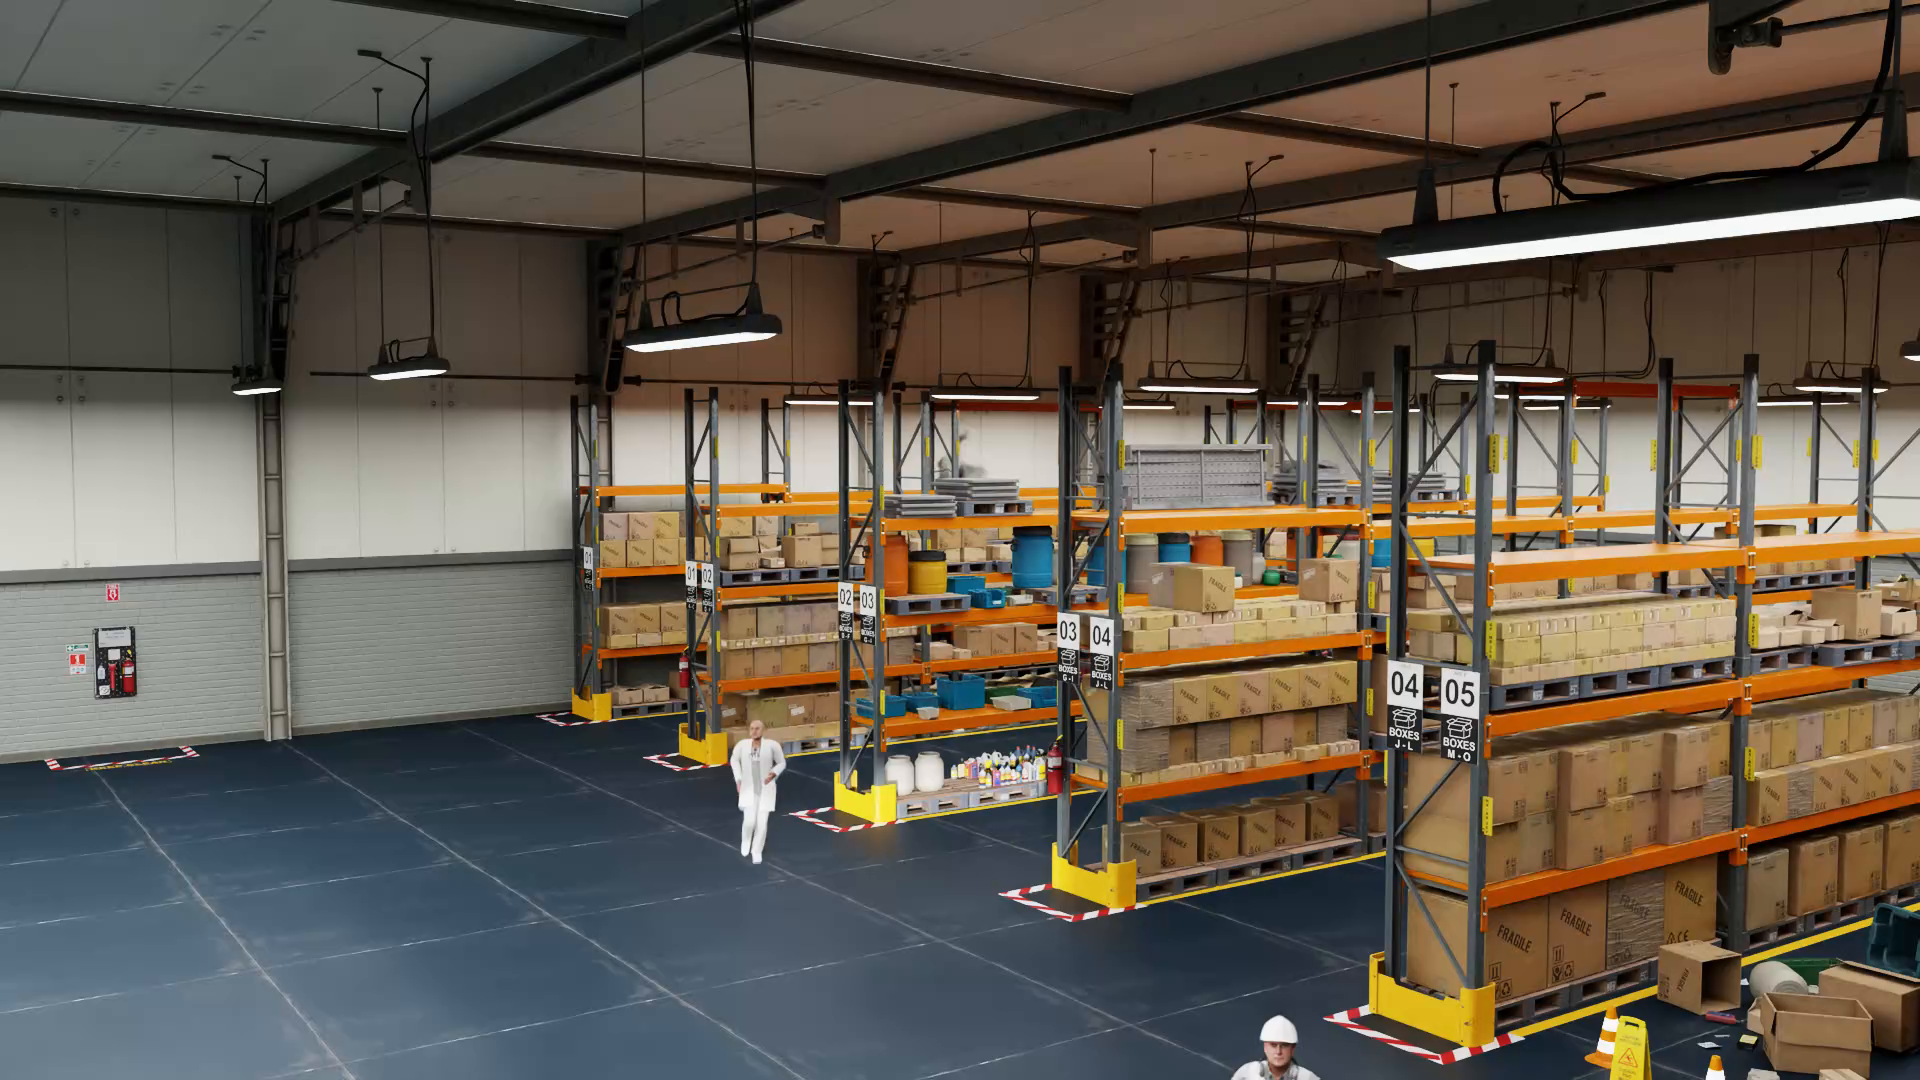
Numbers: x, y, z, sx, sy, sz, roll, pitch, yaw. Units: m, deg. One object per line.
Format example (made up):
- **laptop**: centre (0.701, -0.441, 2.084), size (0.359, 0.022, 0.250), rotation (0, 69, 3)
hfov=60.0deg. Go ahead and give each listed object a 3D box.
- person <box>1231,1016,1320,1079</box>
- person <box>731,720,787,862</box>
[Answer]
- **person**: centre (1.848, 3.695, 9.699), size (0.639, 1.831, 0.731), rotation (1, 3, 11)
- **person**: centre (-2.468, 3.110, 20.315), size (0.692, 1.666, 0.650), rotation (0, 3, -3)
